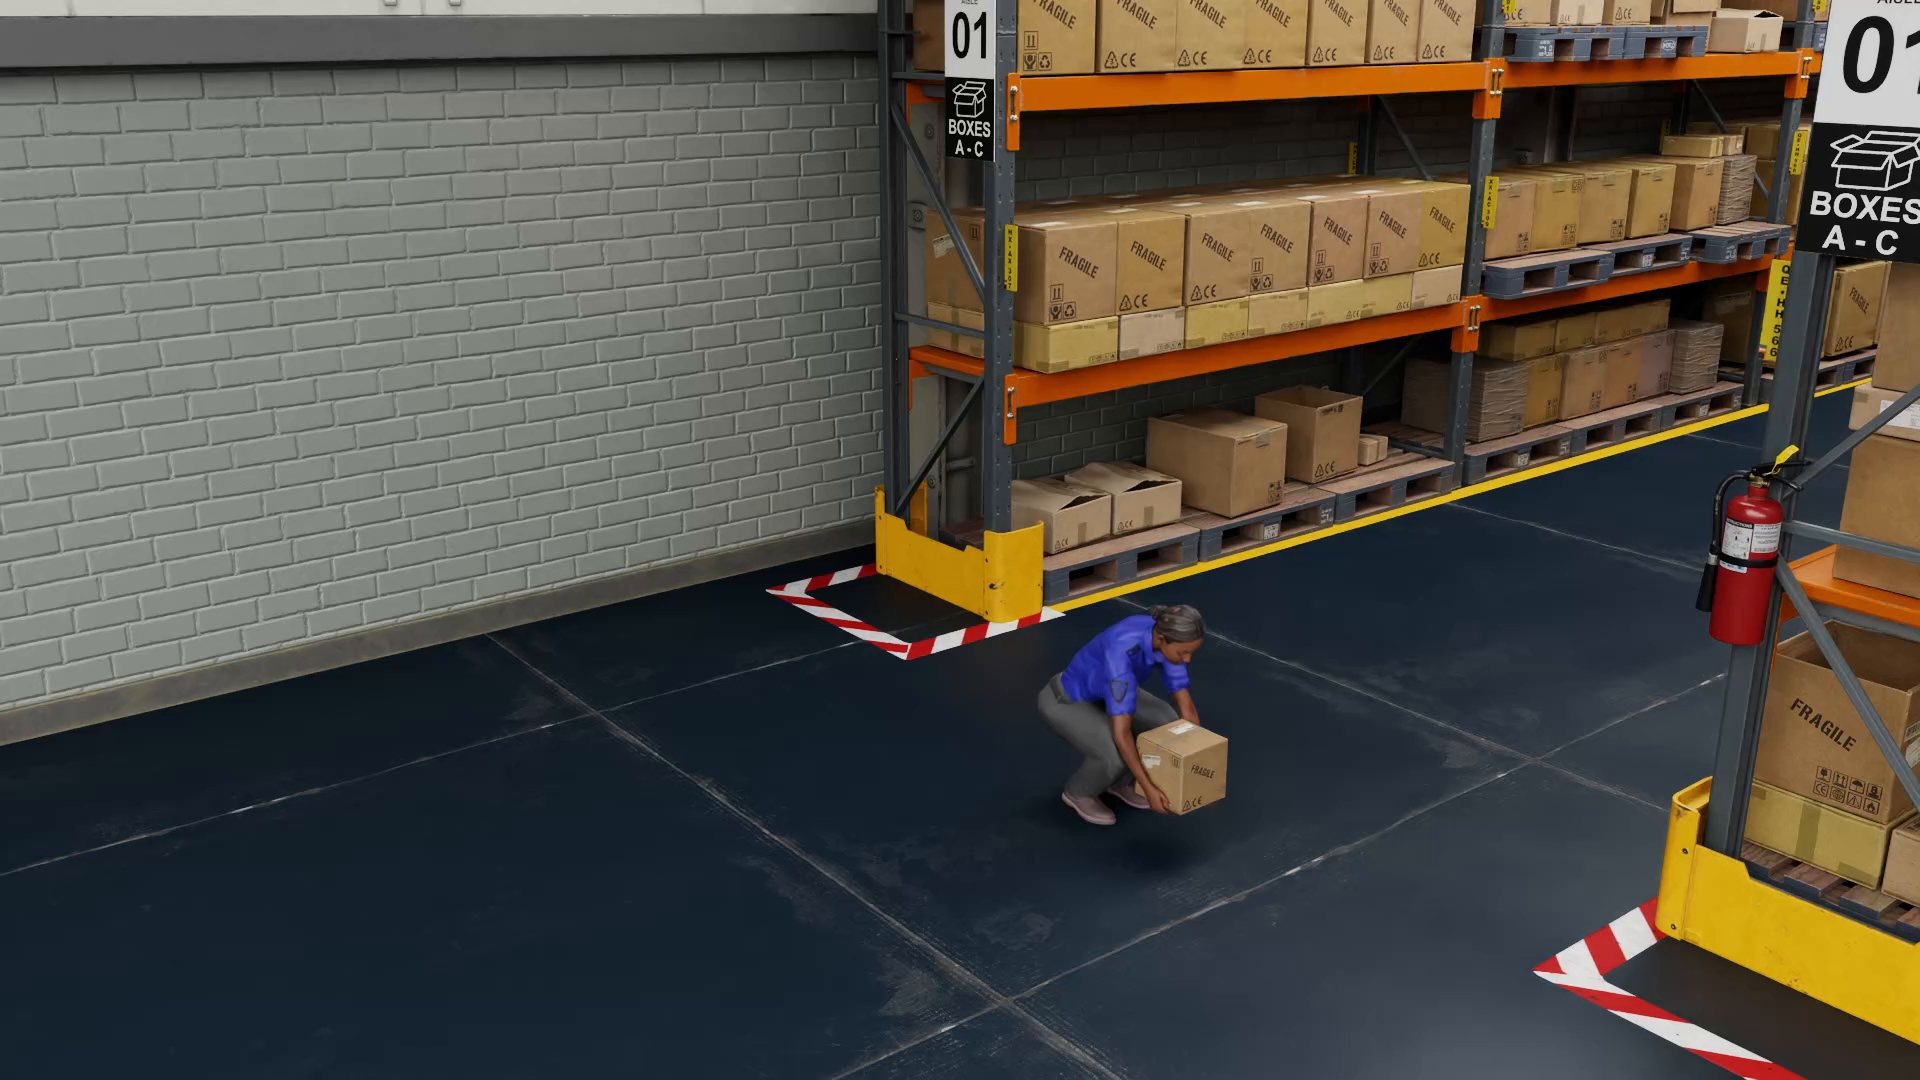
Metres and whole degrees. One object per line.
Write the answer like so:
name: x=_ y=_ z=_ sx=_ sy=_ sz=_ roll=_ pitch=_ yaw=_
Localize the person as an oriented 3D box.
person: x=0.676 y=0.666 z=6.662 sx=0.459 sy=0.957 sz=0.801 roll=-14 pitch=23 yaw=-37
